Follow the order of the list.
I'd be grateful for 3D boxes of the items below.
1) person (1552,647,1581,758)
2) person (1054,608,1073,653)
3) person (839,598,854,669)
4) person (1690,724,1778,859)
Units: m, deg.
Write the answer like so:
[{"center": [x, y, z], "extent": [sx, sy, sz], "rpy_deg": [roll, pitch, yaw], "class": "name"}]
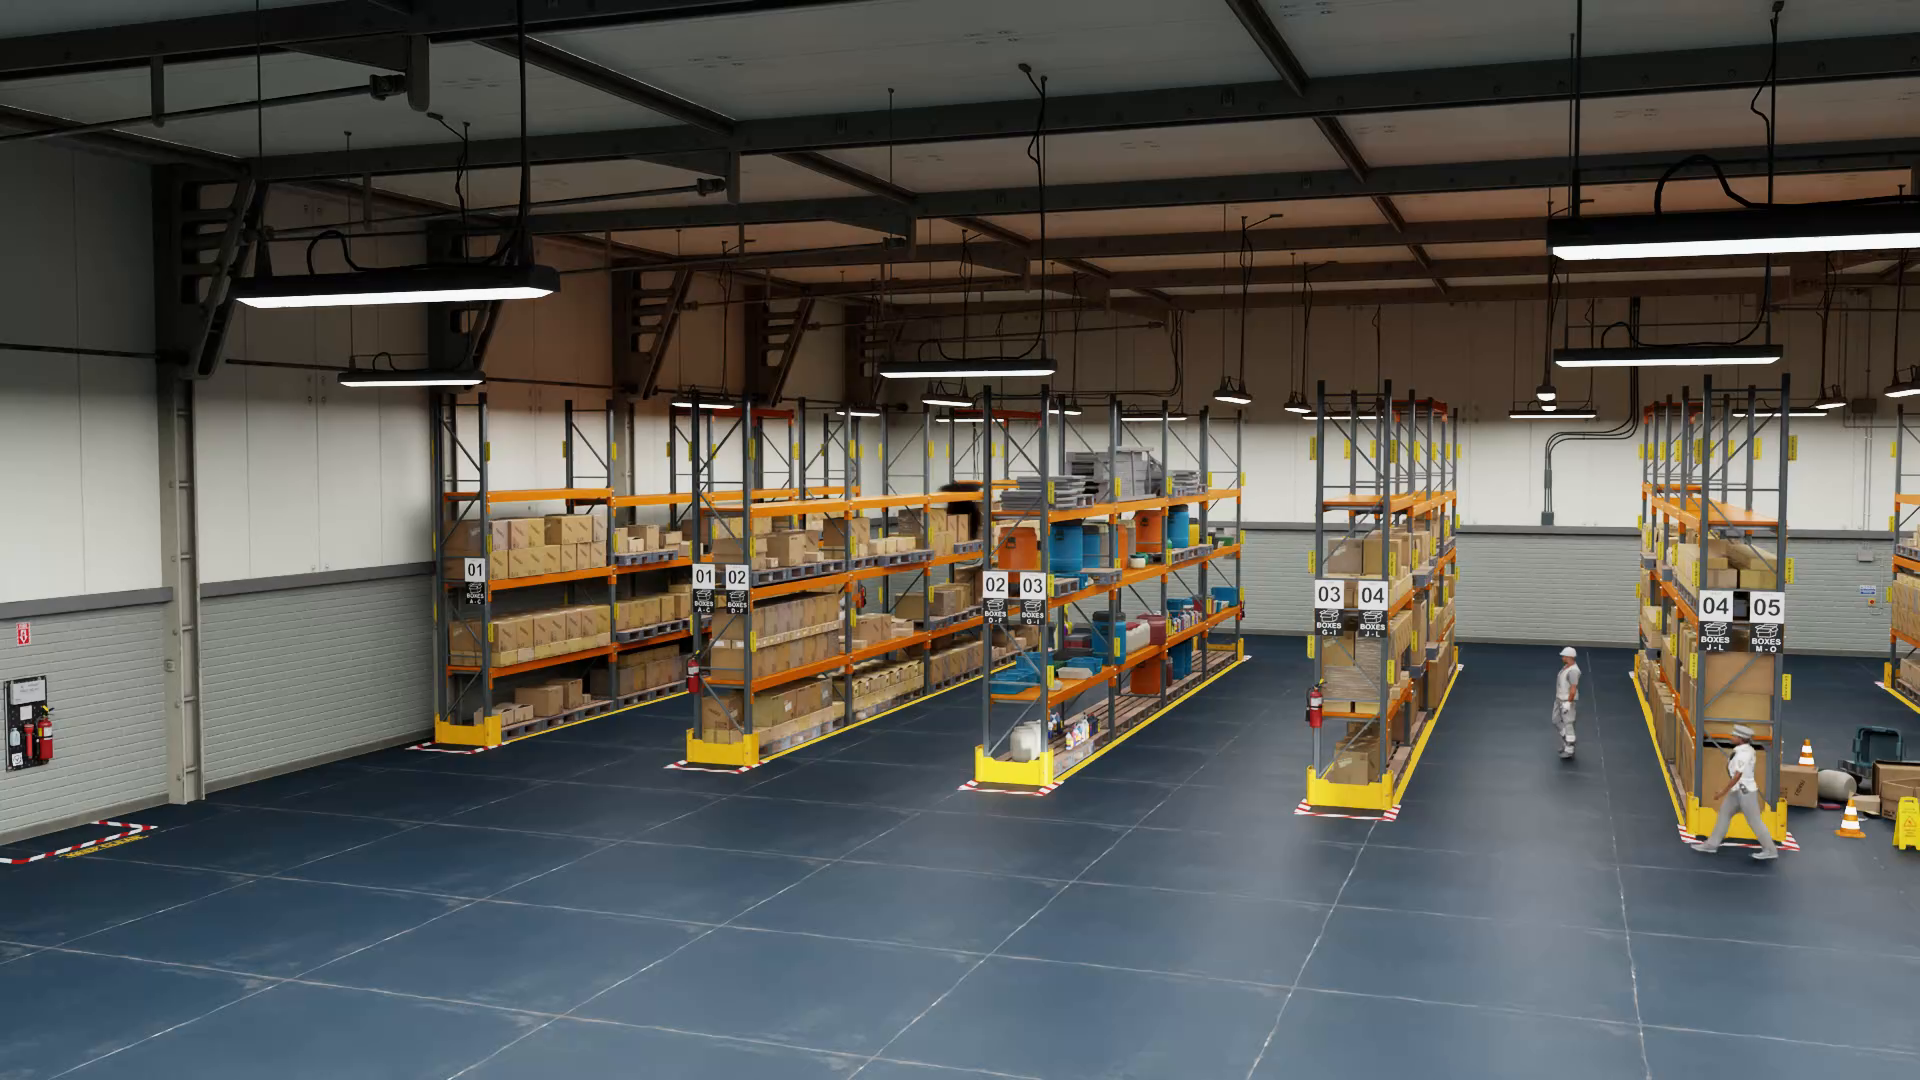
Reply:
[{"center": [9.960, 2.653, 27.305], "extent": [0.435, 1.800, 0.633], "rpy_deg": [0, 3, -4], "class": "person"}, {"center": [2.046, 2.227, 33.005], "extent": [0.454, 1.771, 0.656], "rpy_deg": [0, 3, 7], "class": "person"}, {"center": [-2.442, 2.158, 35.426], "extent": [0.598, 1.844, 0.648], "rpy_deg": [-1, 3, -14], "class": "person"}, {"center": [9.521, 3.075, 20.401], "extent": [0.950, 1.637, 0.460], "rpy_deg": [1, 3, 14], "class": "person"}]
